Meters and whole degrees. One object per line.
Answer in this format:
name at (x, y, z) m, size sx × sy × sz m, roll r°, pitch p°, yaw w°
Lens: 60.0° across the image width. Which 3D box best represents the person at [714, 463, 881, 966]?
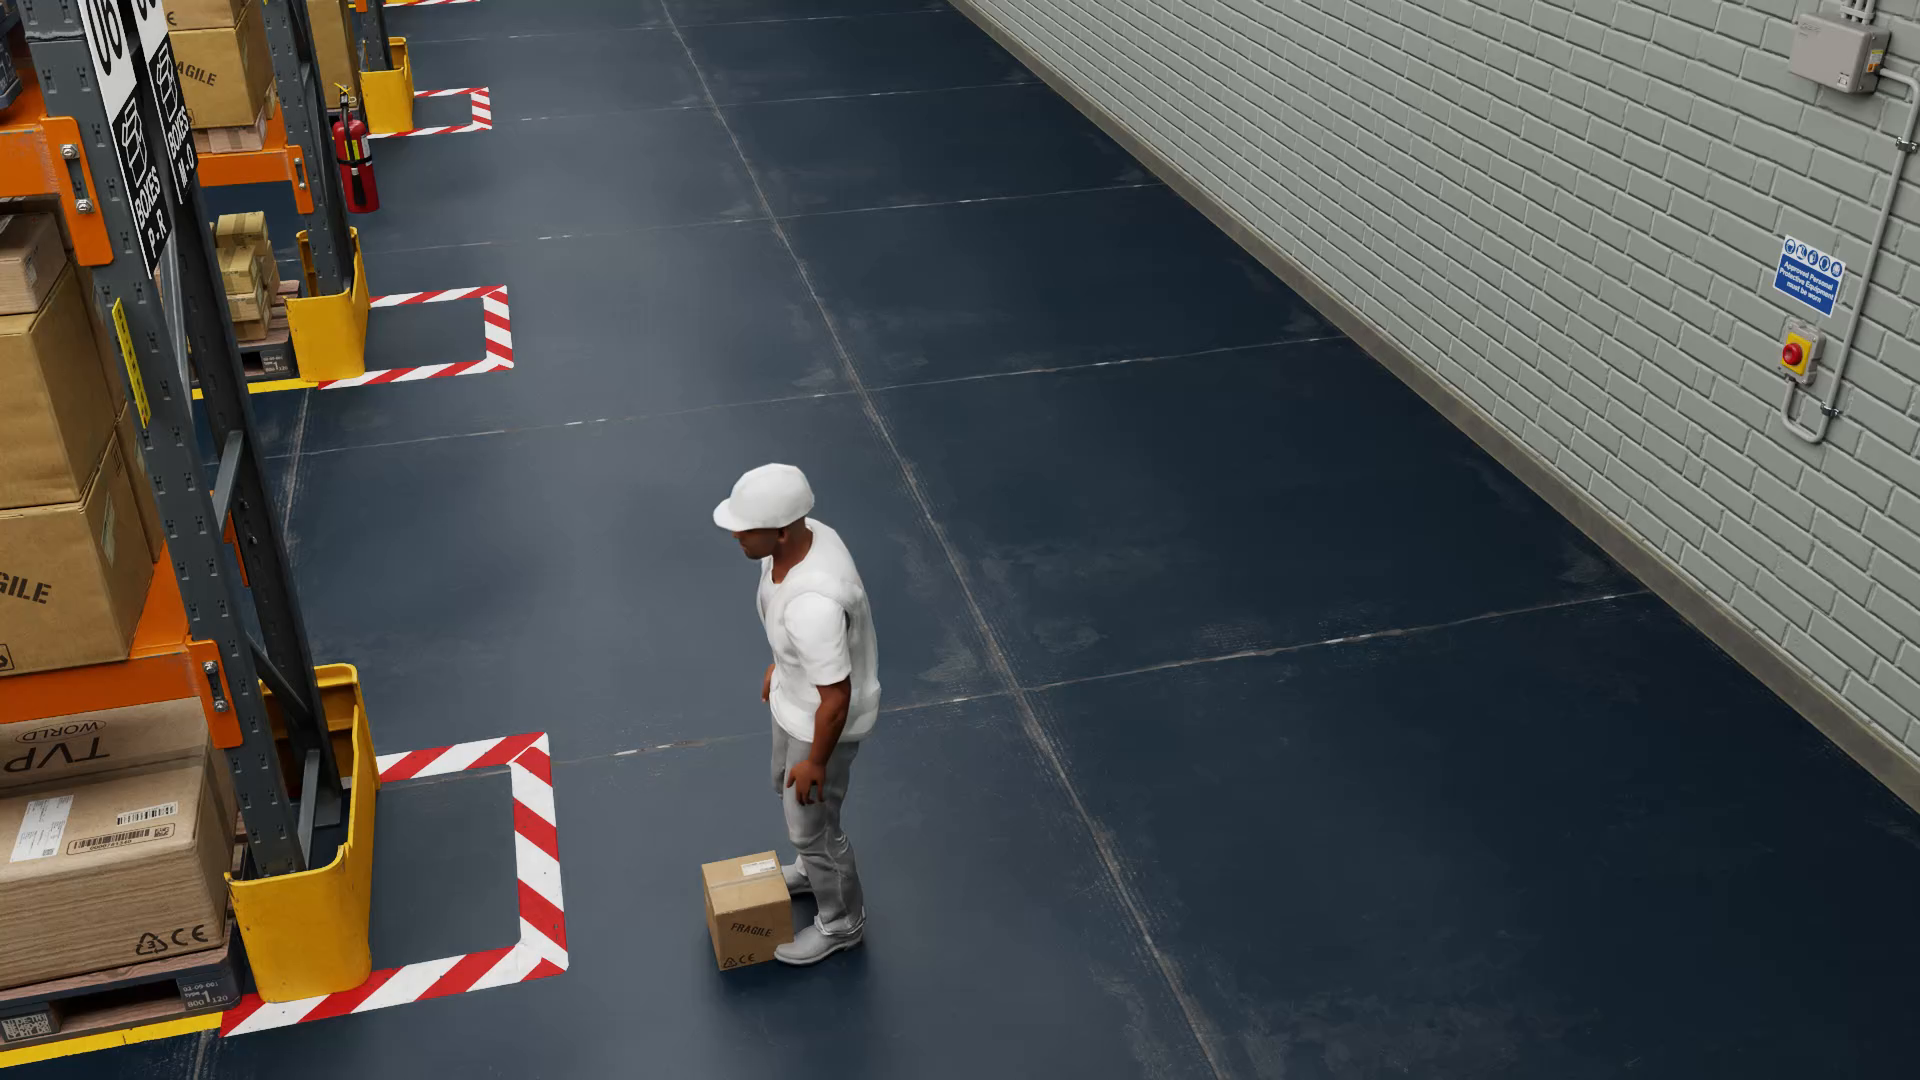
person at (-0.487, 0.534, 5.189) m, size 0.456 × 1.761 × 0.627 m, roll -8°, pitch 31°, yaw -13°
